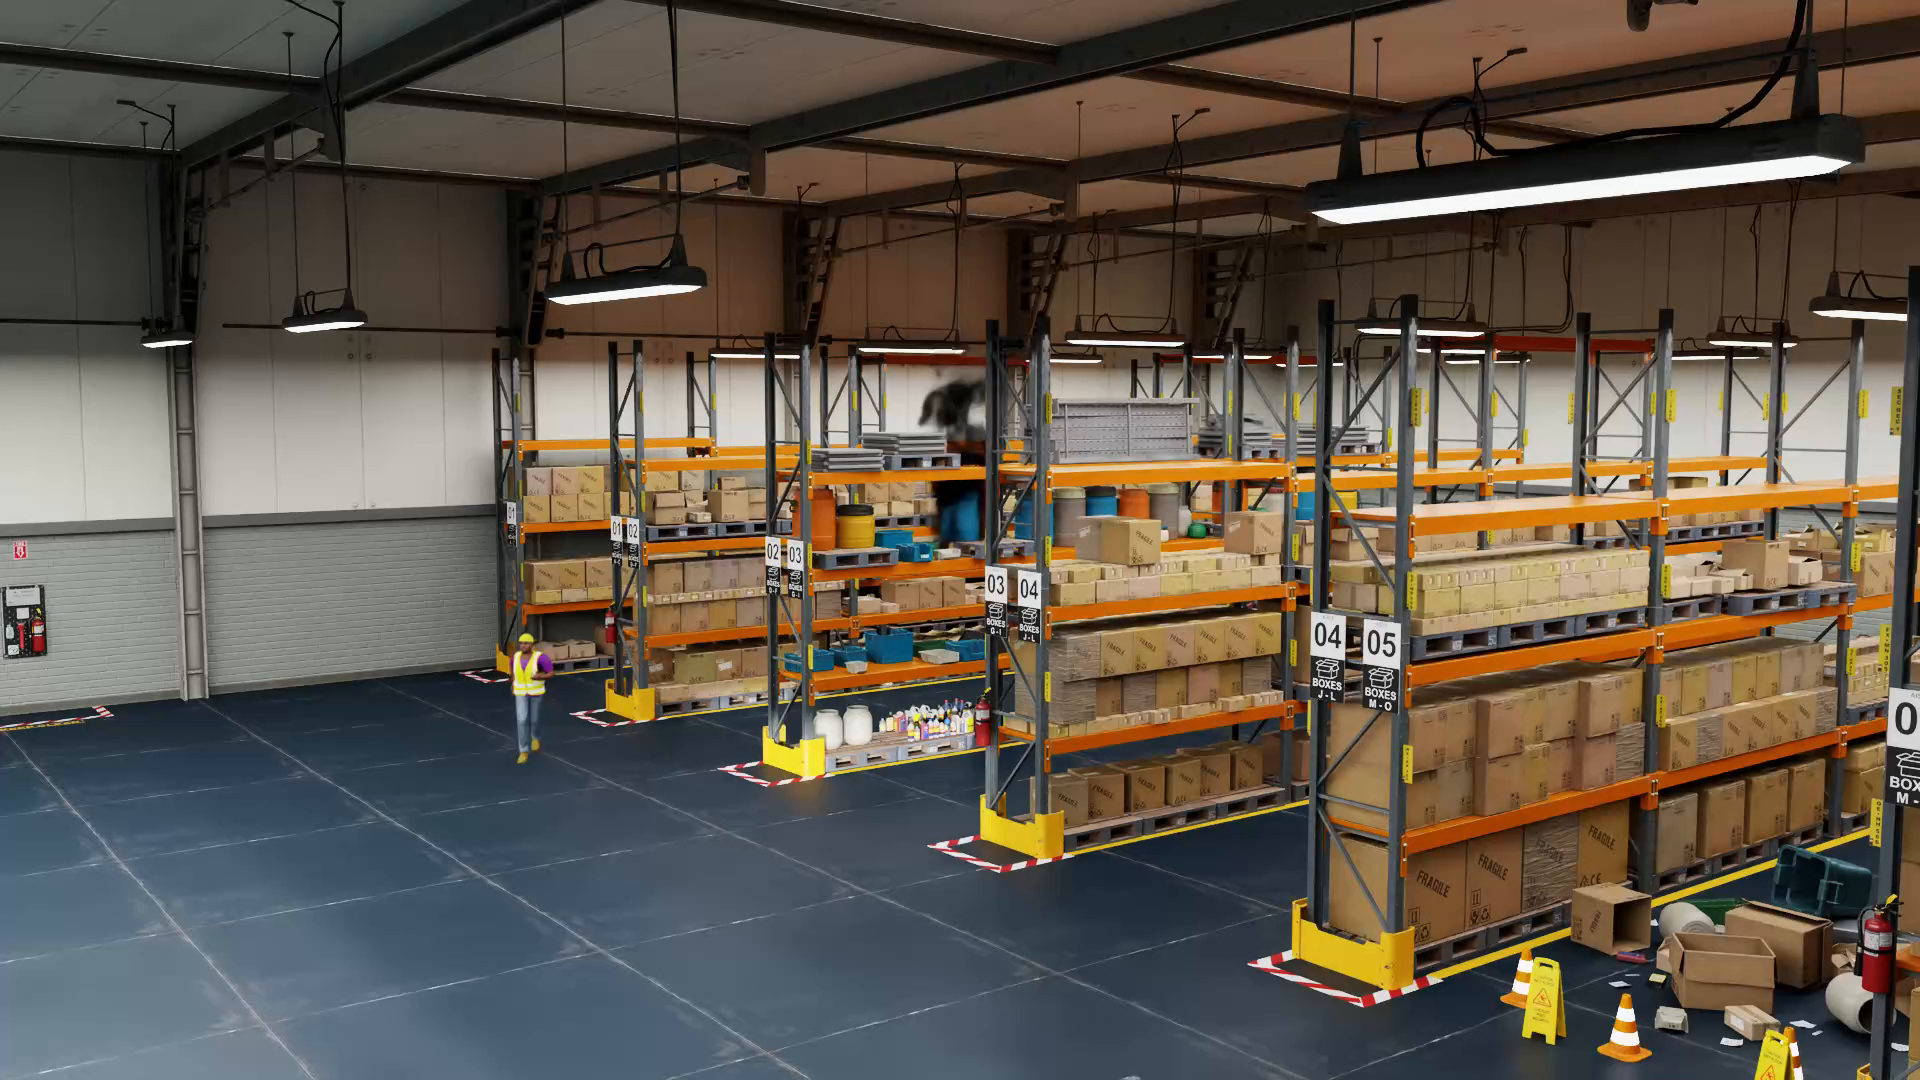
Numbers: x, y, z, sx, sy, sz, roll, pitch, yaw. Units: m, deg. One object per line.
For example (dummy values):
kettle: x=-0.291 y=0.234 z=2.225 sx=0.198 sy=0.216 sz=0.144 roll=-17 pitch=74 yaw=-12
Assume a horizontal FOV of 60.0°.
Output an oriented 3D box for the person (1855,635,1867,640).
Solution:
person: x=13.101 y=2.175 z=24.265 sx=0.837 sy=1.581 sz=0.588 roll=-4 pitch=6 yaw=-37

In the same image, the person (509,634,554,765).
person: x=-6.077 y=2.214 z=23.537 sx=0.680 sy=1.783 sz=0.917 roll=0 pitch=5 yaw=-3
